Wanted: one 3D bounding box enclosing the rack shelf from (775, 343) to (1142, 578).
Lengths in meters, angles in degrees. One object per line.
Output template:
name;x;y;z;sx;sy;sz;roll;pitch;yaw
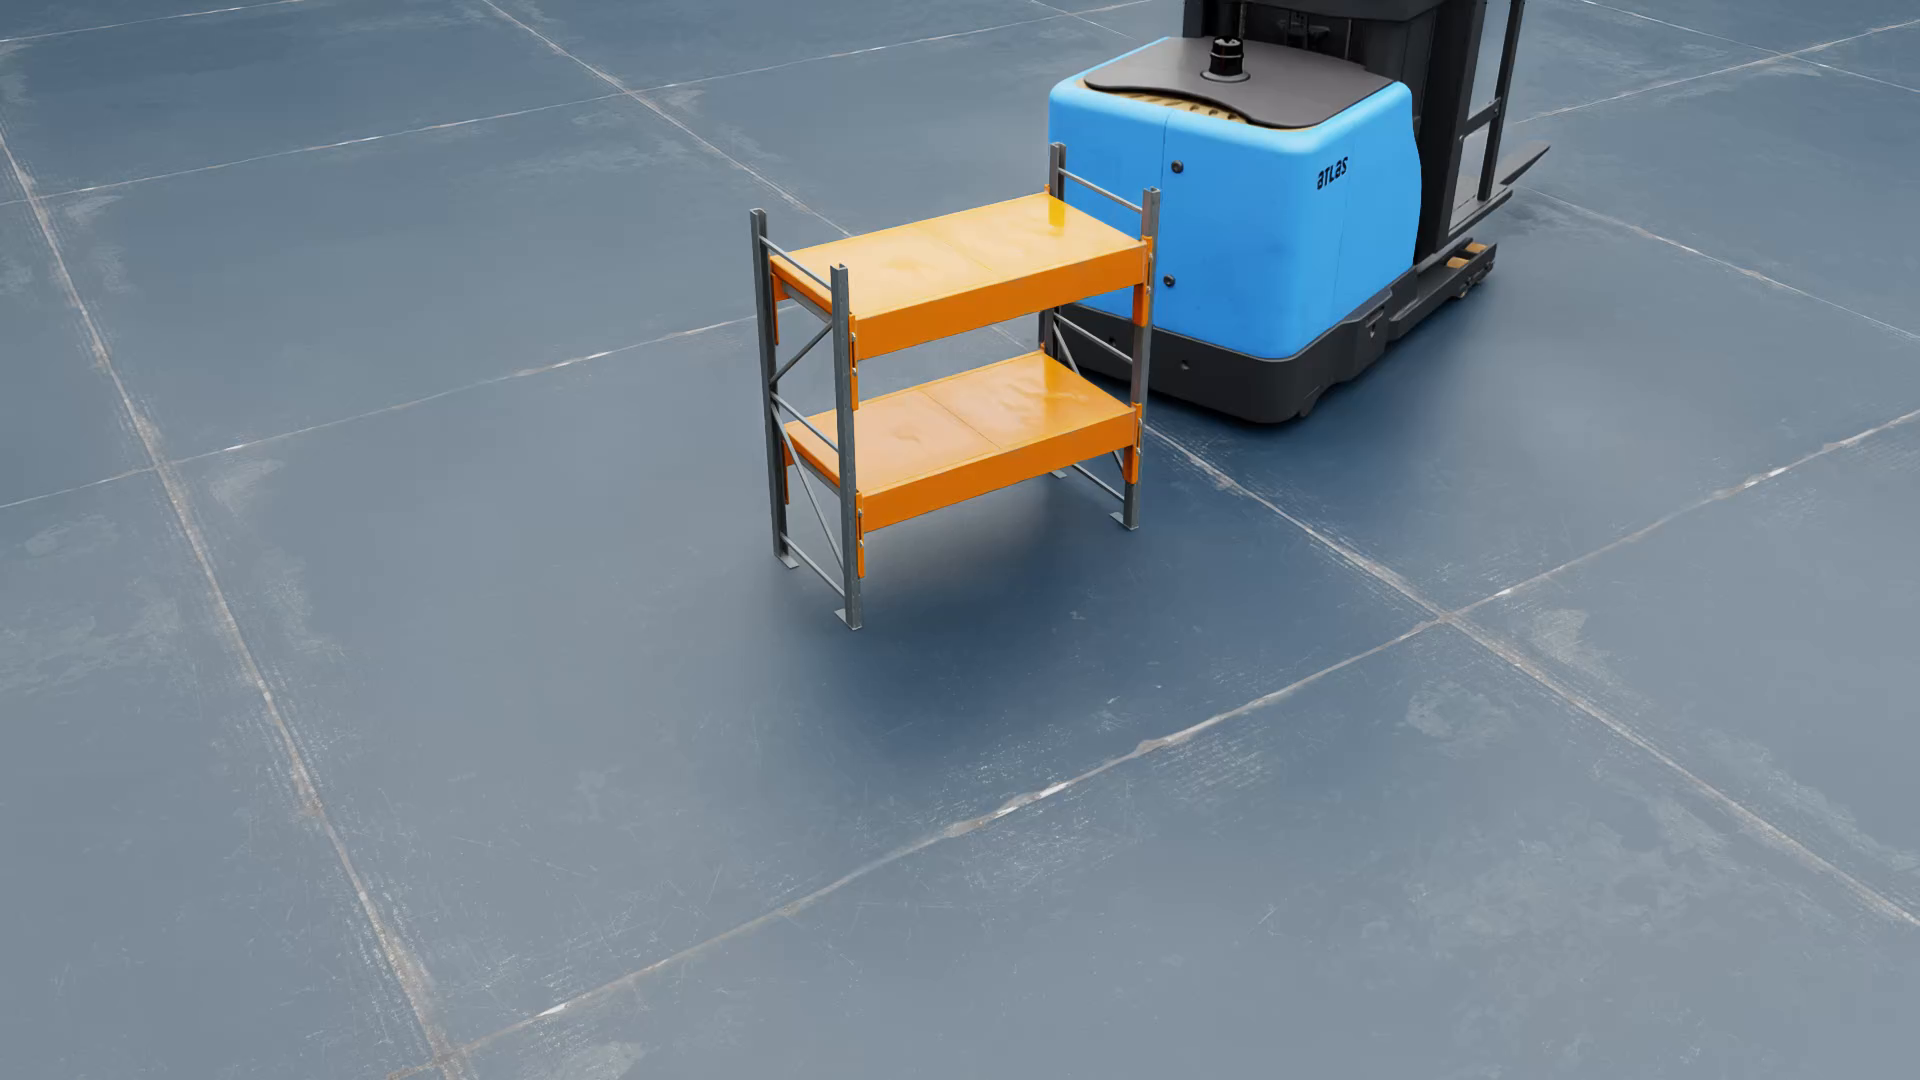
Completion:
rack shelf;-0.006;-0.267;5.077;1.000;0.278;0.538;-19;37;-27

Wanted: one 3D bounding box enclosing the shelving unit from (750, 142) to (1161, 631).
shelving unit;-0.006;-0.474;4.947;1.048;1.125;0.538;-19;37;-27

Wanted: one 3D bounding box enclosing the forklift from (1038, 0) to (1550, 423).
forklift;1.582;-2.372;6.263;1.130;2.935;3.031;22;38;31

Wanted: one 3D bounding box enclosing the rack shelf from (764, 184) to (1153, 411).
rack shelf;-0.006;-0.721;4.791;1.000;0.278;0.538;-19;37;-27

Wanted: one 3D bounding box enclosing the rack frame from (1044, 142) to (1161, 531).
rack frame;0.422;-0.621;5.180;0.032;1.125;0.500;-19;37;-27

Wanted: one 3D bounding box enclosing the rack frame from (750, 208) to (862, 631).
rack frame;-0.433;-0.327;4.714;0.032;1.125;0.500;-19;37;-27
